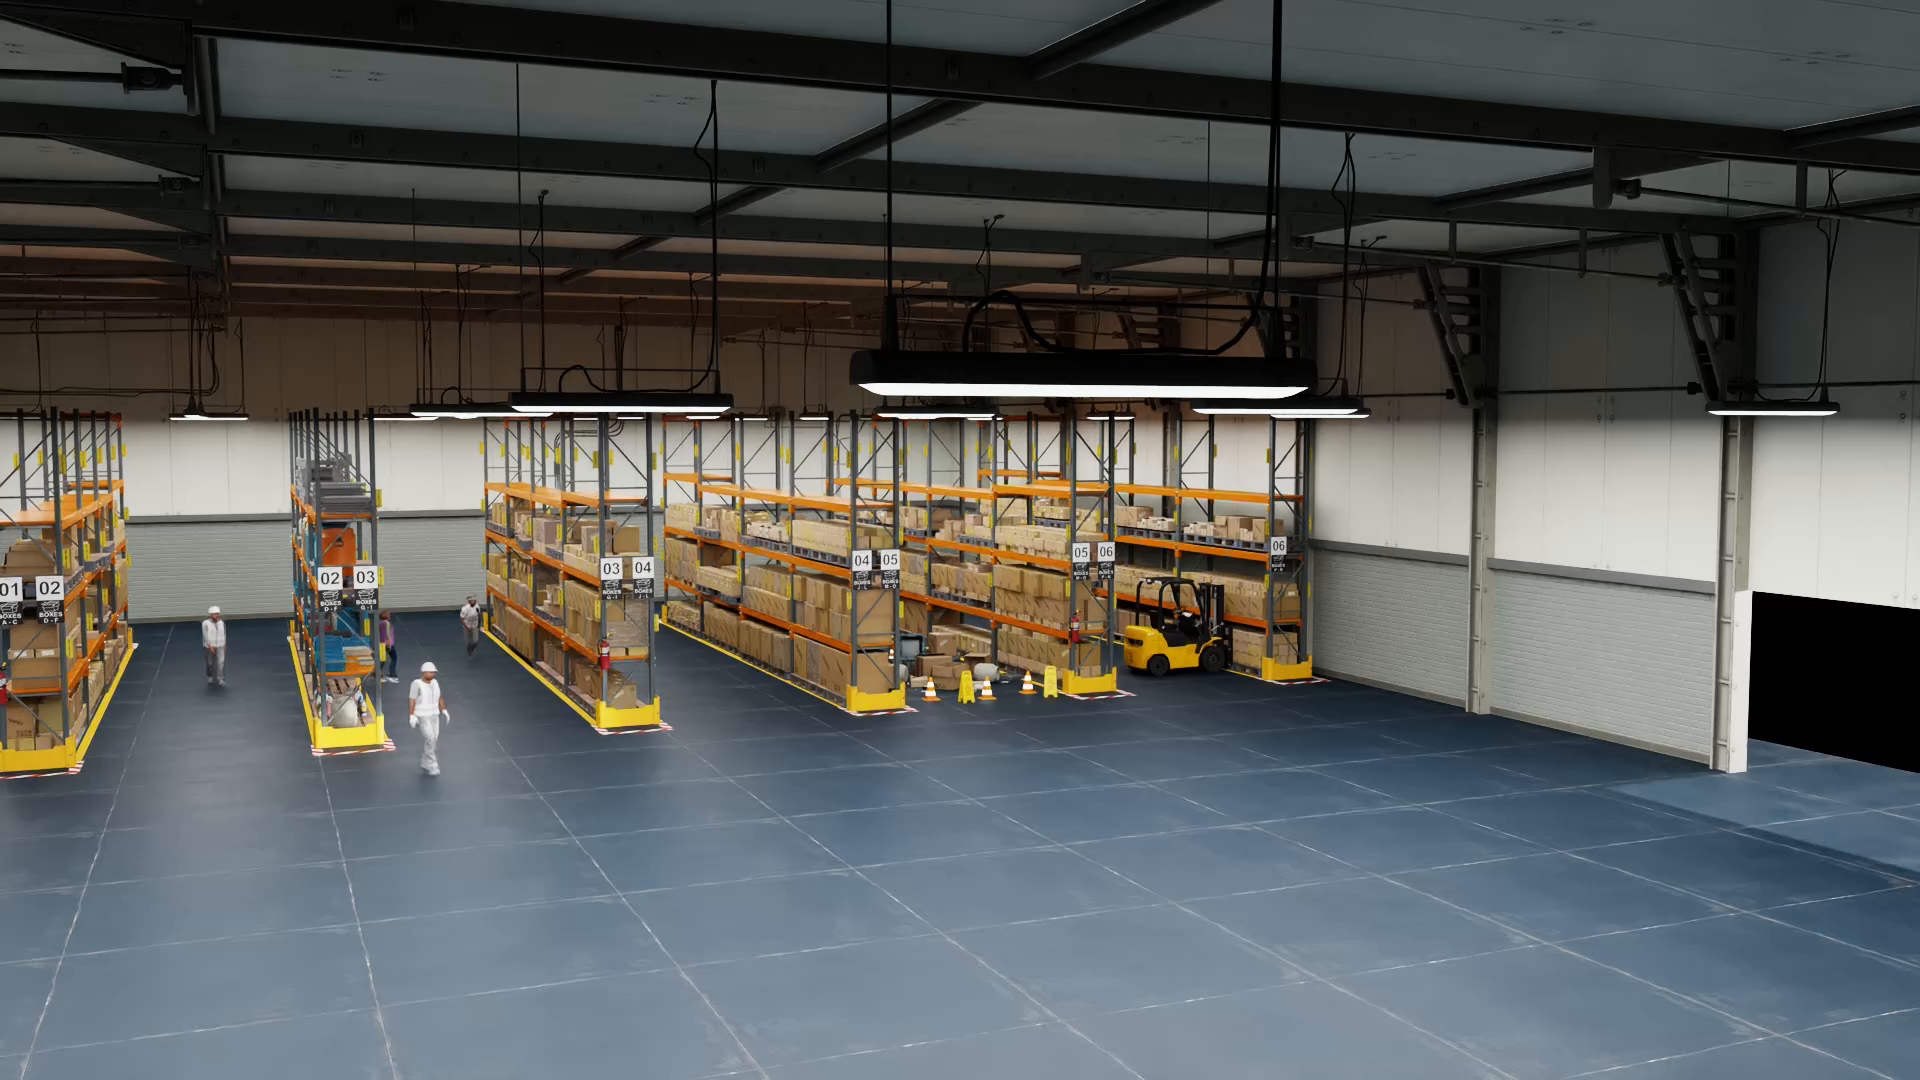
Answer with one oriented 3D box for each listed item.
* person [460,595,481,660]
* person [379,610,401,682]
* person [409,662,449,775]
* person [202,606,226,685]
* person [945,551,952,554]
[{"bbox_3d":[-11.838,2.108,40.241,0.520,1.609,0.601,-2,4,-25],"label":"person"},{"bbox_3d":[-12.724,2.377,36.744,0.484,1.627,0.512,2,4,26],"label":"person"},{"bbox_3d":[-8.686,2.927,27.362,0.642,1.811,0.581,2,5,28],"label":"person"},{"bbox_3d":[-16.268,2.304,36.327,0.515,1.710,1.015,-3,5,-37],"label":"person"},{"bbox_3d":[-0.360,1.179,52.427,0.554,1.702,1.120,1,4,10],"label":"person"}]
